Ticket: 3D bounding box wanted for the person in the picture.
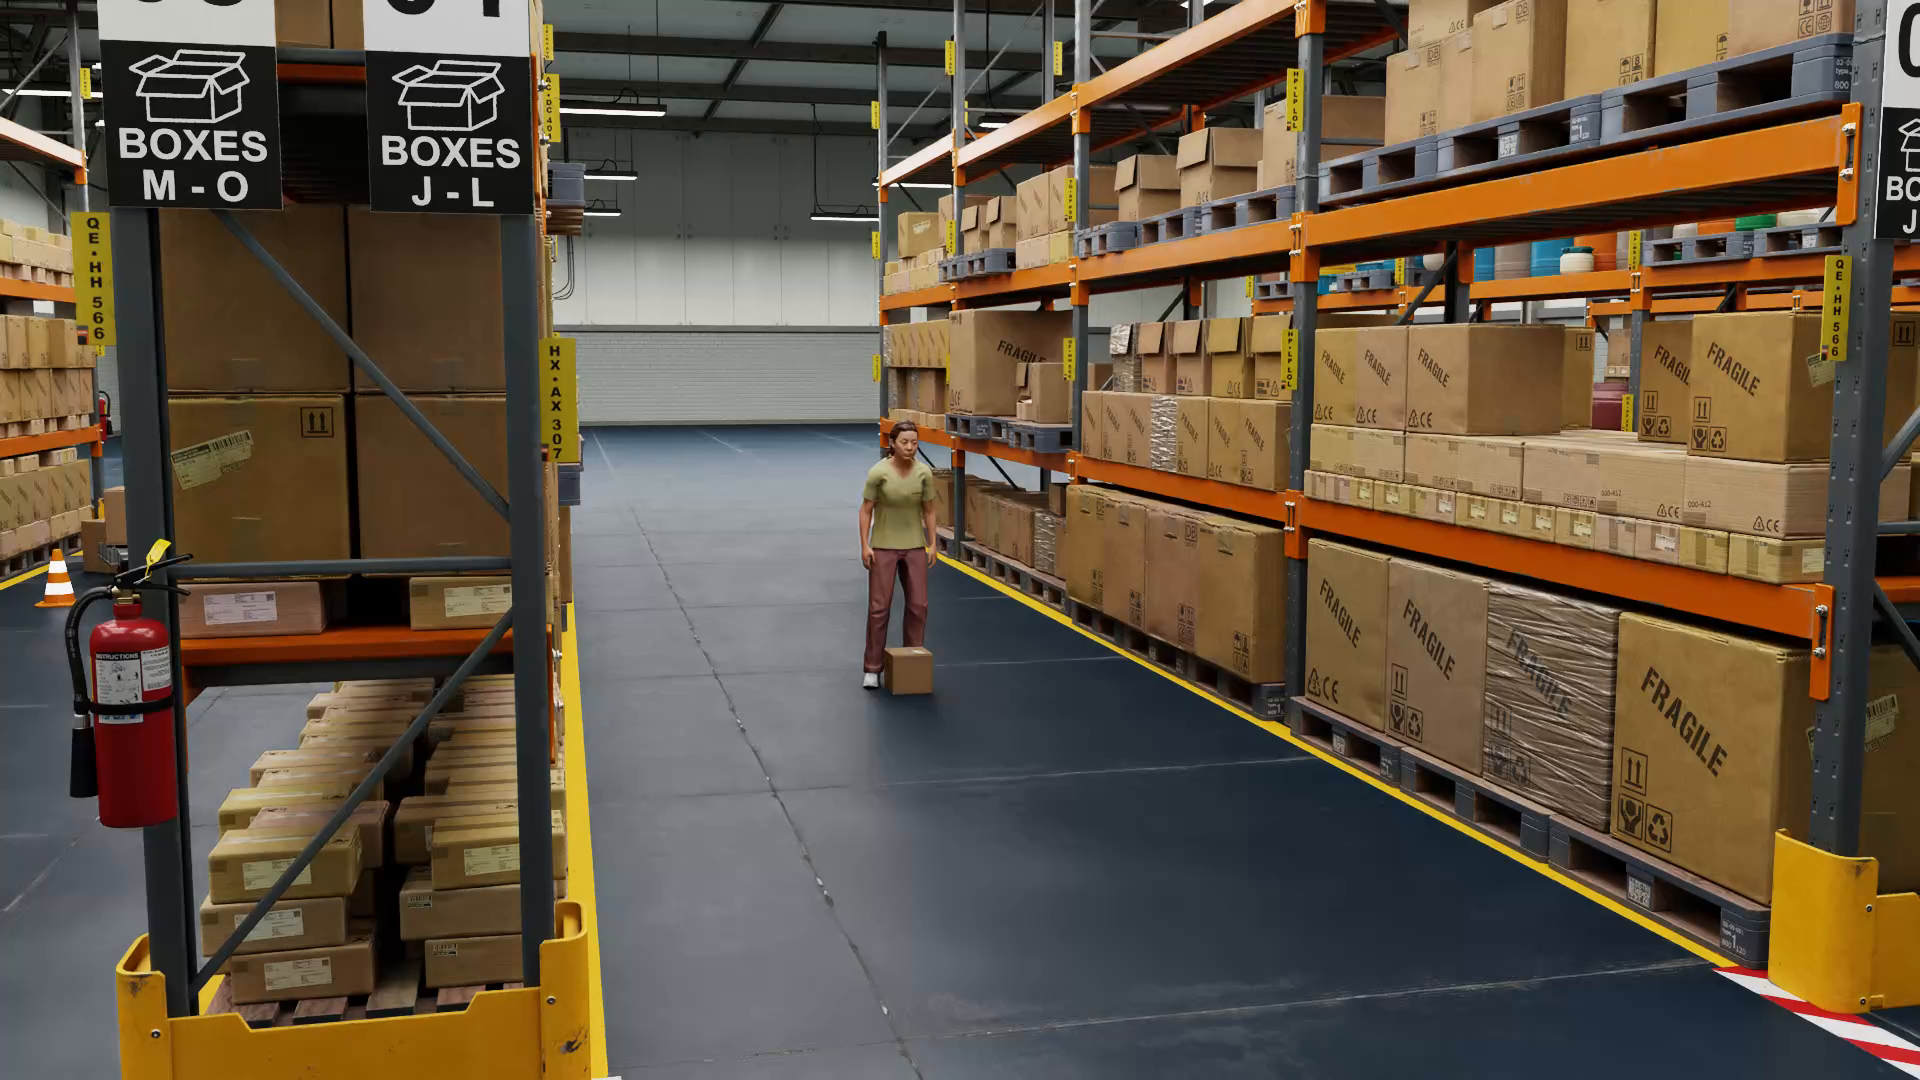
[{"bbox_3d":[-0.381,0.076,10.447,0.521,1.672,0.365,-2,6,-17],"label":"person"}]
